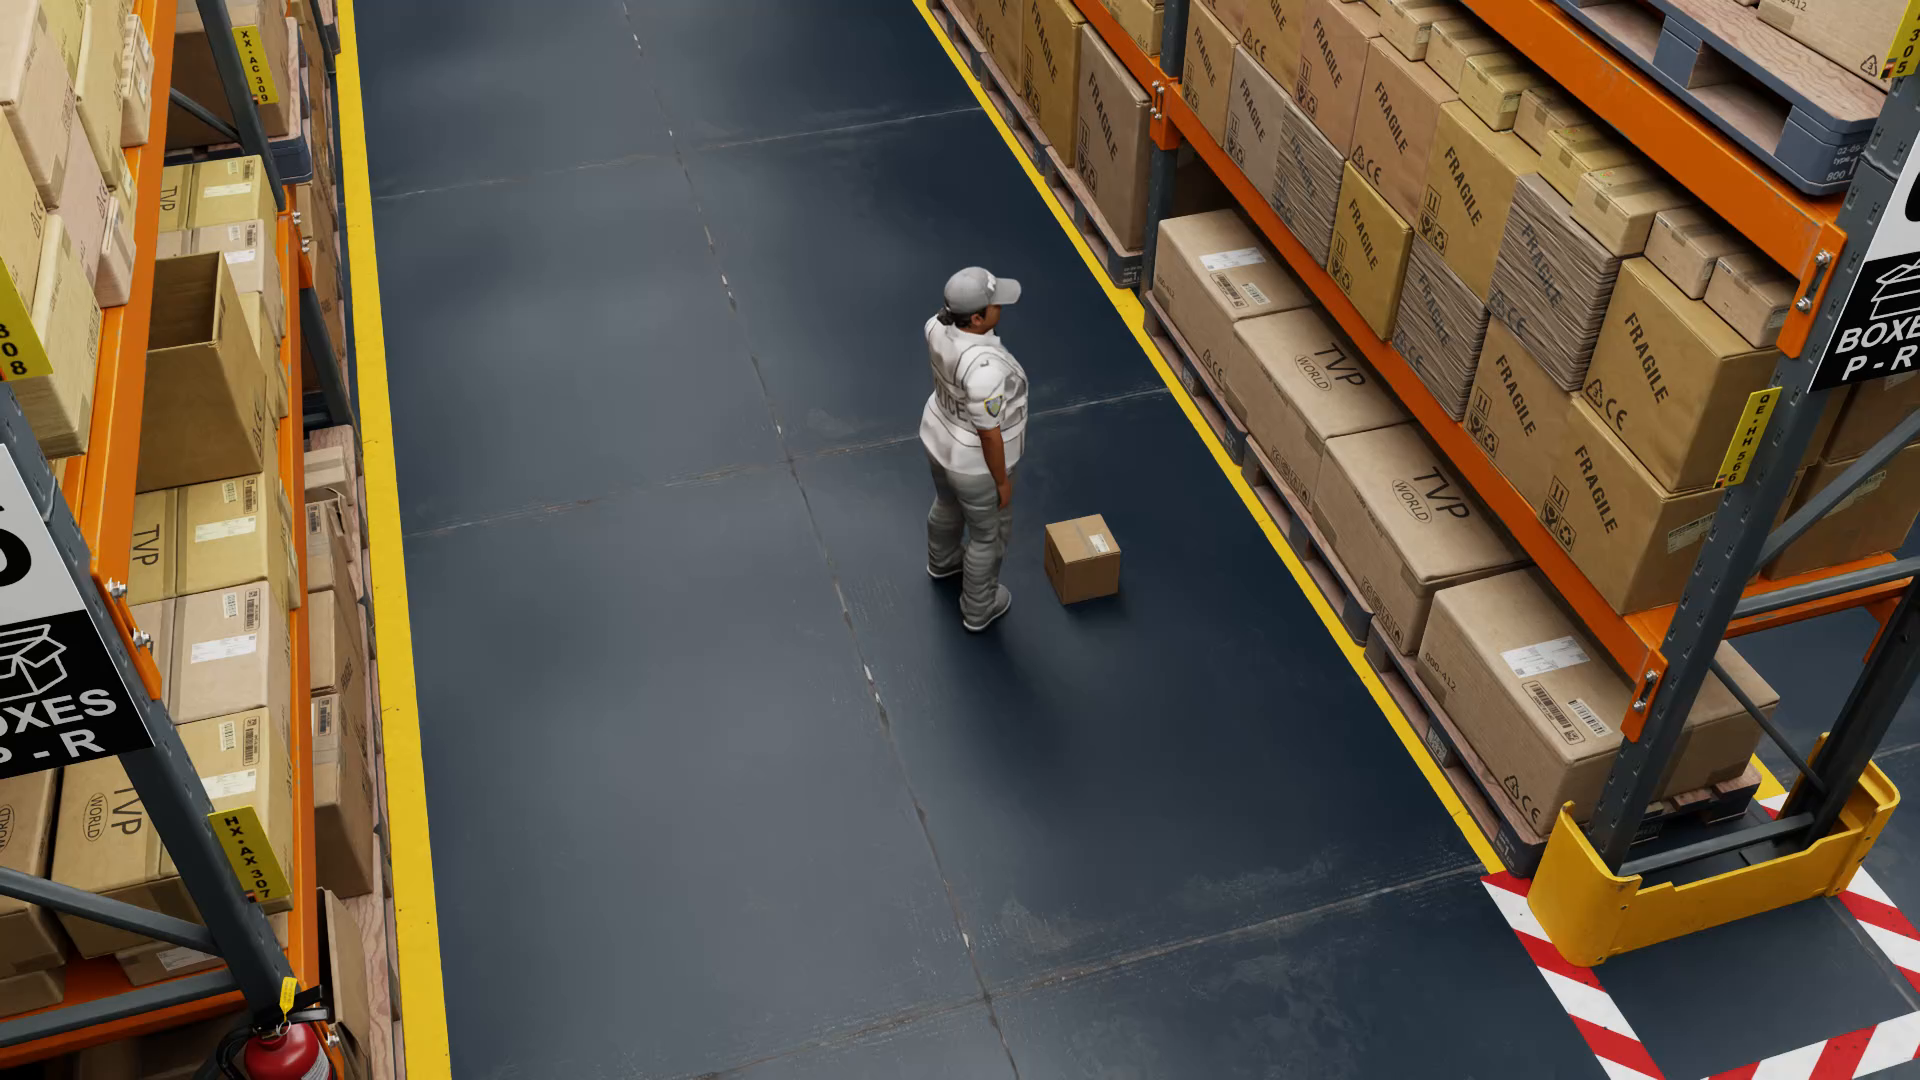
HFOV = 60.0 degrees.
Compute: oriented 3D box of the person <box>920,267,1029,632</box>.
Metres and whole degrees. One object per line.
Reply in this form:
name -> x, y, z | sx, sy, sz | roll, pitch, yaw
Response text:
person -> 0.052, -0.362, 6.536 | 0.386, 1.676, 0.538 | -19, 46, -20
